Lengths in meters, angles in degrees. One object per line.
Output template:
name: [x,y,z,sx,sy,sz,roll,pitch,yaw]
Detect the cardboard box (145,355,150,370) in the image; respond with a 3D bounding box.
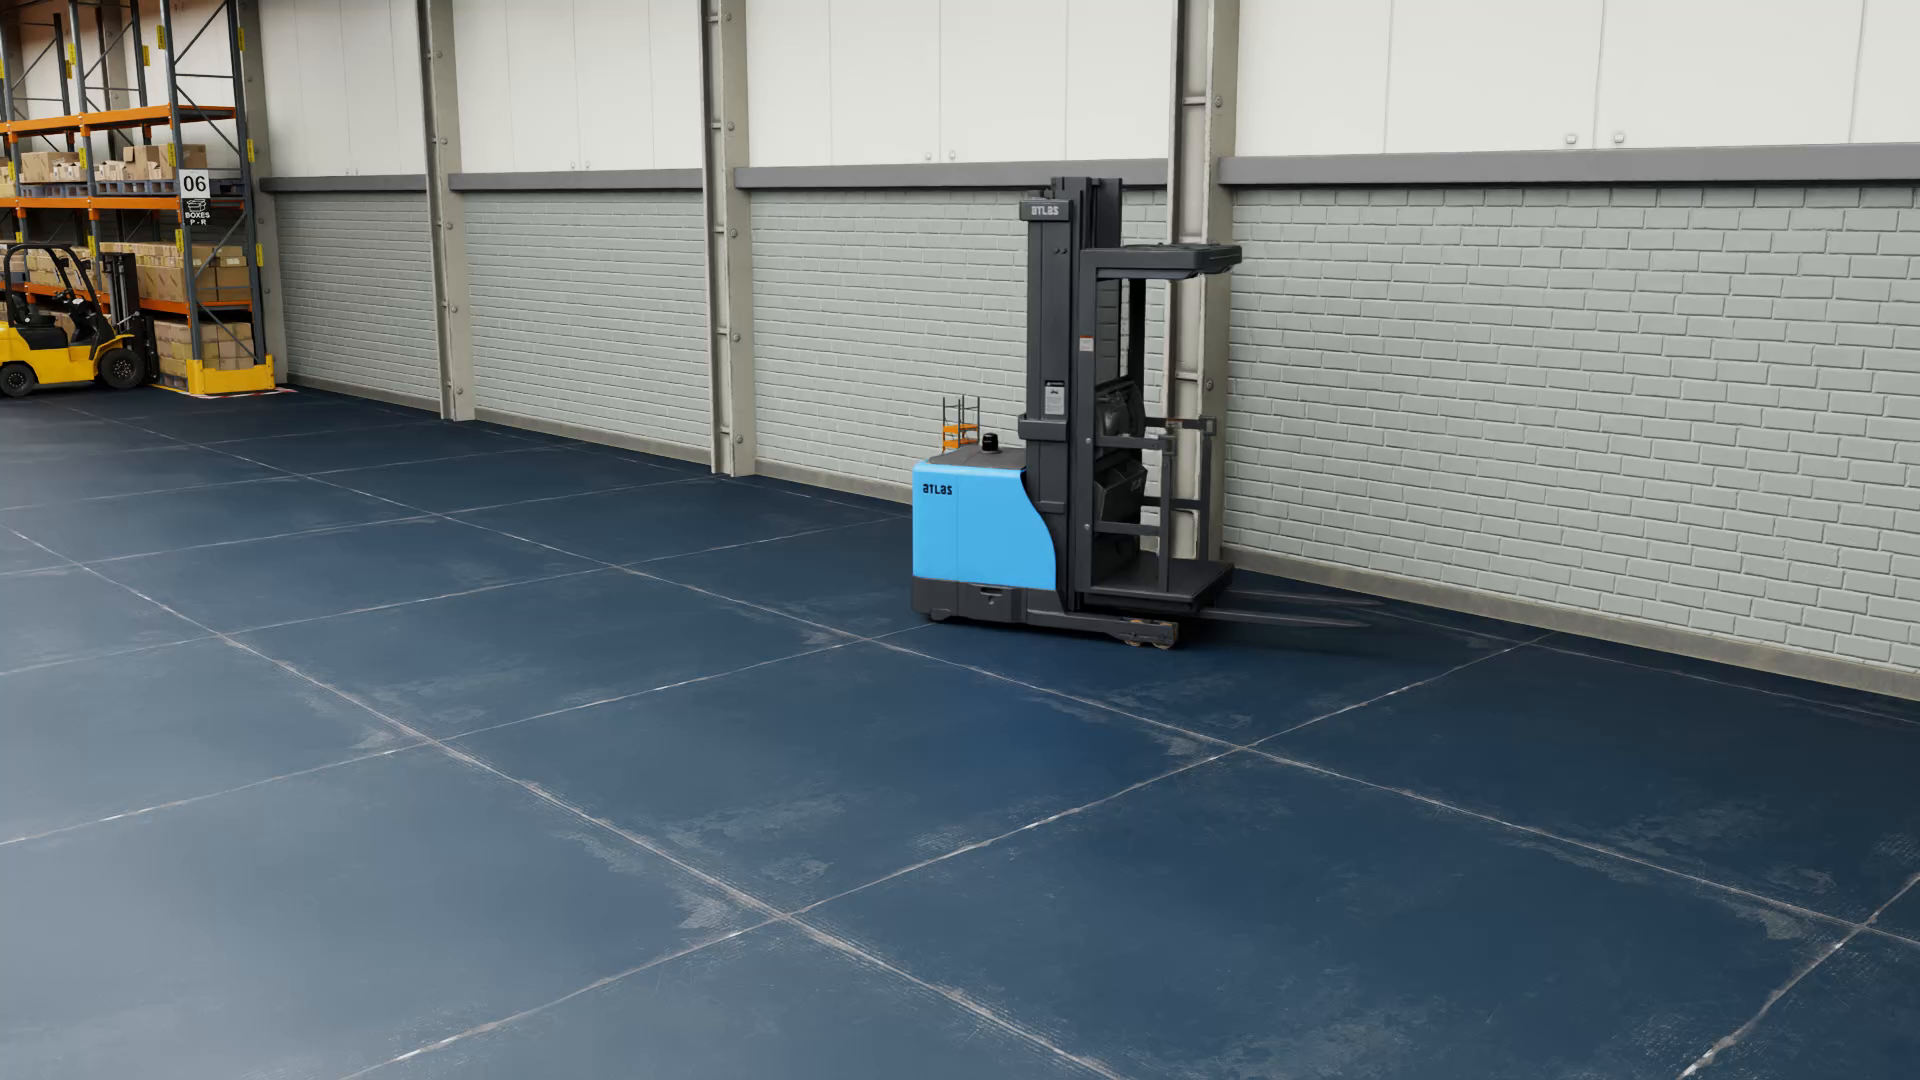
cardboard box: [-12.405,-2.792,25.803,0.500,0.250,0.500,-10,15,-41]

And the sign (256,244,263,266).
sign: [-10.396,-4.227,24.653,0.100,0.325,0.005,-11,16,-43]

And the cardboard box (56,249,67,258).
cardboard box: [-15.103,-4.867,28.248,0.250,0.149,0.380,11,16,44]

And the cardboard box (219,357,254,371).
cardboard box: [-10.999,-2.646,25.092,0.500,0.250,0.500,-11,16,-42]

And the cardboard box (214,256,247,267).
cardboard box: [-10.848,-4.140,24.717,0.250,0.149,0.380,11,16,44]

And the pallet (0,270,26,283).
pallet: [-16.845,-4.850,30.496,1.213,0.211,1.003,-11,16,-43]

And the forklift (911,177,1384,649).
forklift: [1.234,-0.865,10.846,3.031,2.935,1.130,5,13,22]

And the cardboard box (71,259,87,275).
cardboard box: [-14.448,-4.553,27.710,0.500,0.250,0.500,11,16,44]

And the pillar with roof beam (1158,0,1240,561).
pillar with roof beam: [-1.313,-3.626,9.212,9.100,9.000,0.400,-11,16,-43]

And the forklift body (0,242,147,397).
forklift body: [-13.430,-3.295,24.572,2.313,2.155,1.214,-11,16,-43]

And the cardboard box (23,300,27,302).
cardboard box: [-17.919,-4.571,32.212,0.380,0.149,0.250,-10,16,-41]

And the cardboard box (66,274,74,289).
cardboard box: [-14.773,-4.384,28.131,0.500,0.250,0.500,-11,16,-42]

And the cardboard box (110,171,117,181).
cardboard box: [-12.942,-5.652,25.813,0.380,0.149,0.250,-10,15,-41]

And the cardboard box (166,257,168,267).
cardboard box: [-11.576,-4.146,24.744,0.380,0.149,0.250,-11,16,-42]

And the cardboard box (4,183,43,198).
cardboard box: [-16.856,-6.292,29.956,0.500,0.250,0.500,11,16,43]

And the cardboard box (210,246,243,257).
cardboard box: [-10.879,-4.279,24.654,0.380,0.149,0.250,-11,16,-44]

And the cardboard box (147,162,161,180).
cardboard box: [-11.768,-5.461,24.597,0.396,0.266,0.258,-11,16,-42]

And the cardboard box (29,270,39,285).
cardboard box: [-16.196,-4.683,29.580,0.500,0.250,0.500,-11,16,-42]

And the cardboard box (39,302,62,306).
cardboard box: [-17.190,-4.426,31.505,0.380,0.149,0.250,-11,16,-44]

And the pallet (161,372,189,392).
pallet: [-11.360,-2.428,25.172,1.003,0.211,1.213,-11,16,-43]

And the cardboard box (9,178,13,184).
cardboard box: [-16.910,-6.505,30.002,0.250,0.149,0.380,11,16,44]

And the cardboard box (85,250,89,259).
cardboard box: [-14.282,-4.735,27.606,0.380,0.149,0.250,-11,16,-43]

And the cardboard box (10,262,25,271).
cardboard box: [-17.057,-4.980,30.233,0.380,0.149,0.250,-11,16,-42]

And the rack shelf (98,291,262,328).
rack shelf: [-12.182,-3.627,25.867,1.077,0.370,4.000,-11,16,-43]

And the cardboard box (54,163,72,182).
cardboard box: [-14.770,-6.135,27.756,0.500,0.311,0.500,11,16,43]

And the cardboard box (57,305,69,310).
cardboard box: [-16.461,-4.274,30.769,0.380,0.149,0.250,-10,15,-40]

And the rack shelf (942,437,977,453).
rack shelf: [0.010,-0.777,13.741,0.258,0.103,0.180,-11,16,-43]

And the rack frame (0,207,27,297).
rack frame: [-19.088,-5.439,32.878,1.000,3.000,0.127,-11,16,-43]

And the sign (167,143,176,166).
sign: [-11.203,-5.478,23.636,0.100,0.325,0.005,-11,16,-43]

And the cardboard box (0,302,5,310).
cardboard box: [-18.086,-4.467,31.706,0.380,0.149,0.250,-10,15,-41]

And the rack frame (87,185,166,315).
rack frame: [-13.563,-4.271,27.211,1.000,3.000,0.127,-11,16,-43]

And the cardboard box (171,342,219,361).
cardboard box: [-11.363,-2.819,24.695,0.500,0.250,0.500,-11,16,-43]

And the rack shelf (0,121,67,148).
rack shelf: [-17.707,-7.537,30.969,1.077,0.370,4.000,-11,16,-43]

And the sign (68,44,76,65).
sign: [-13.948,-7.629,26.128,0.100,0.325,0.005,-11,16,-43]

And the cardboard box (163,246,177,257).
cardboard box: [-11.594,-4.289,24.704,0.380,0.149,0.250,-10,16,-41]

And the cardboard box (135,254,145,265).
cardboard box: [-12.480,-4.327,25.623,0.380,0.149,0.250,-11,16,-44]

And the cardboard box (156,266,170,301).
cardboard box: [-11.682,-3.849,24.912,0.500,0.500,0.500,-10,15,-41]

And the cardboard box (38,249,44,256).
cardboard box: [-15.937,-5.062,29.191,0.380,0.149,0.250,-10,16,-41]

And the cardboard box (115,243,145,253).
cardboard box: [-13.026,-4.583,26.128,0.380,0.149,0.250,-10,16,-41]

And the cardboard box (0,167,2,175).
cardboard box: [-17.497,-6.754,30.472,0.380,0.149,0.250,-11,16,-44]

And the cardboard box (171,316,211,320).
cardboard box: [-12.030,-3.356,26.061,0.500,0.250,0.500,-11,16,-44]

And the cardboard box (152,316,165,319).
cardboard box: [-12.759,-3.359,26.076,0.500,0.250,0.500,-10,15,-41]

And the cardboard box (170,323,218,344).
cardboard box: [-11.345,-3.060,24.627,0.500,0.250,0.500,-10,15,-41]

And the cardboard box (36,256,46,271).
cardboard box: [-15.851,-4.855,29.174,0.500,0.250,0.500,-10,15,-41]

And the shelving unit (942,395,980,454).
shelving unit: [0.010,-0.586,13.780,0.258,1.200,0.189,-11,16,-43]

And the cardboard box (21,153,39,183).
cardboard box: [-16.002,-6.488,29.001,0.500,0.500,0.500,-11,16,-42]
